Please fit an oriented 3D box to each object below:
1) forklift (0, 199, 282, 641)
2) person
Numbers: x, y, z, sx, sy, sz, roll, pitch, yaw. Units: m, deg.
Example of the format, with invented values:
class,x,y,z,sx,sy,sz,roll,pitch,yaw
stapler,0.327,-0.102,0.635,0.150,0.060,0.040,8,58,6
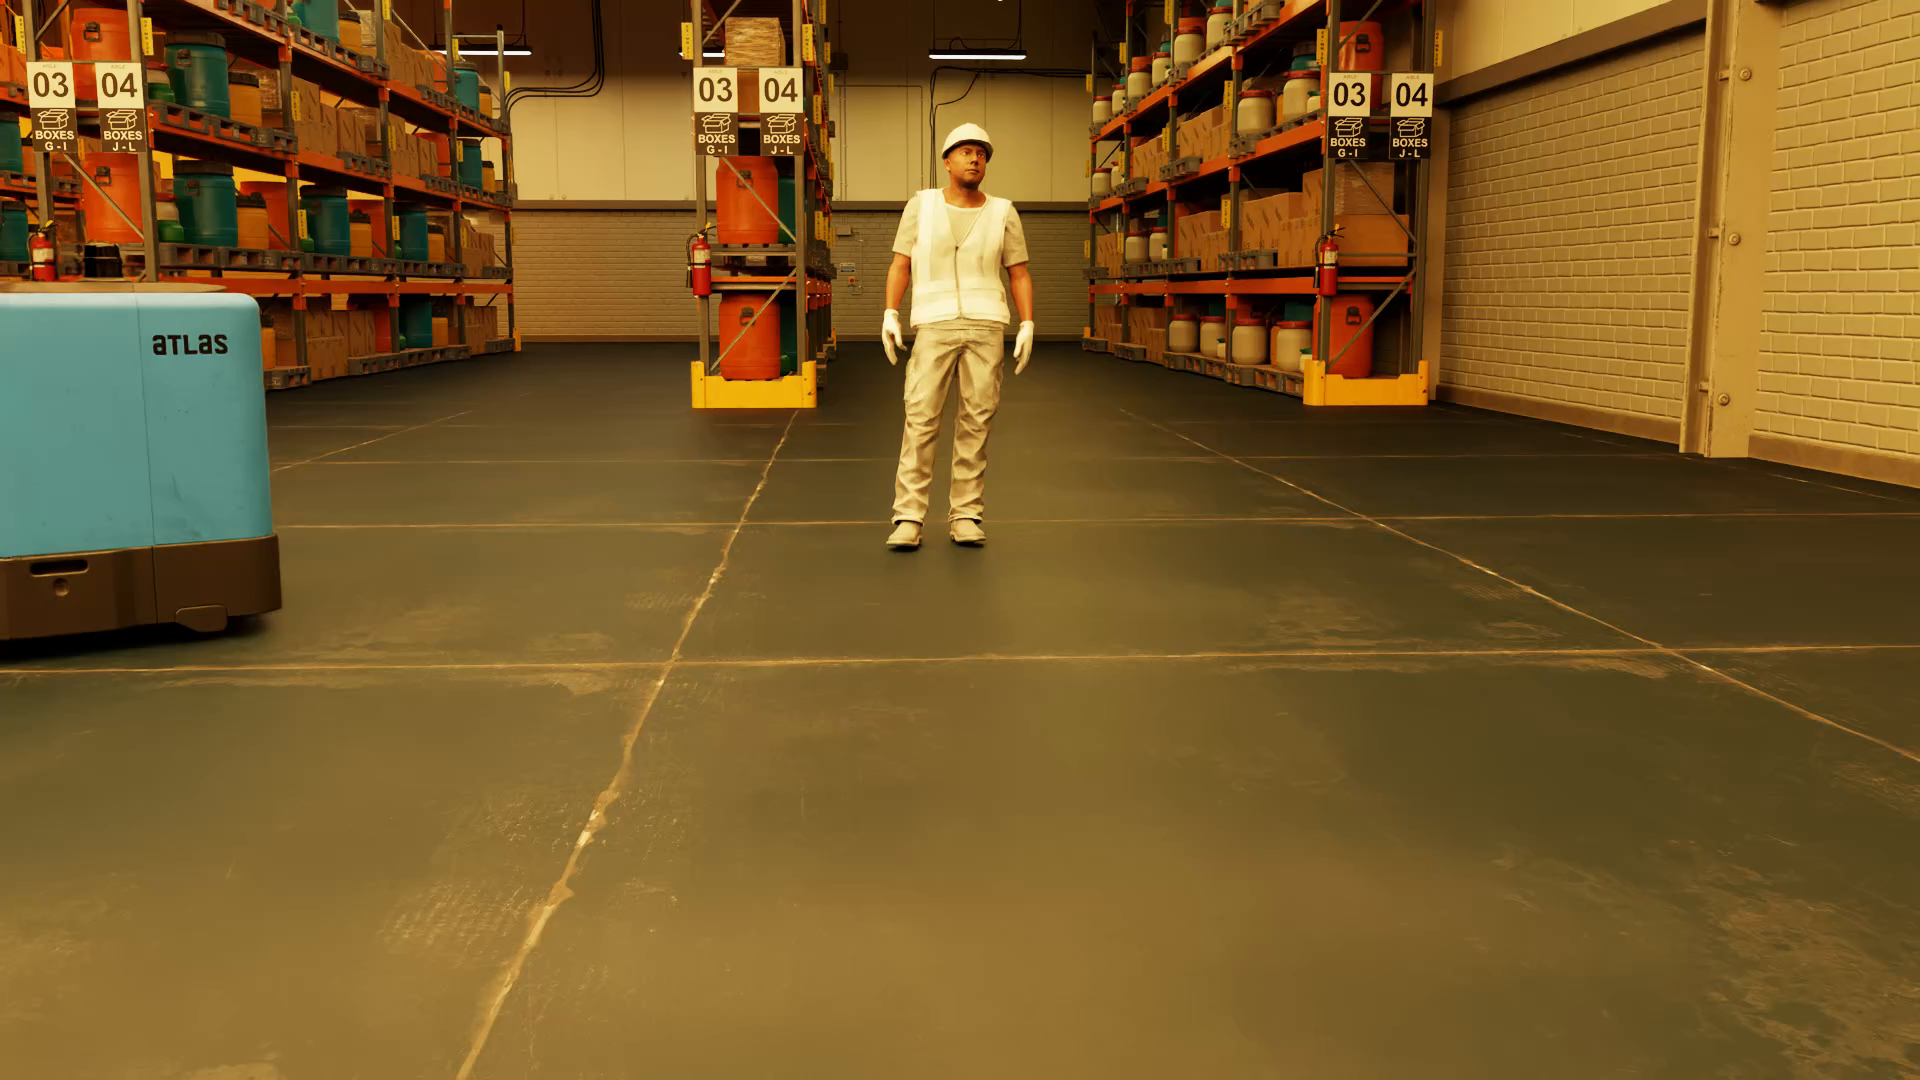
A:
class,x,y,z,sx,sy,sz,roll,pitch,yaw
forklift,-3.691,-1.094,4.700,3.031,2.935,1.130,-6,10,-33
person,-0.004,-0.879,7.106,0.657,1.785,0.575,-1,8,-4
